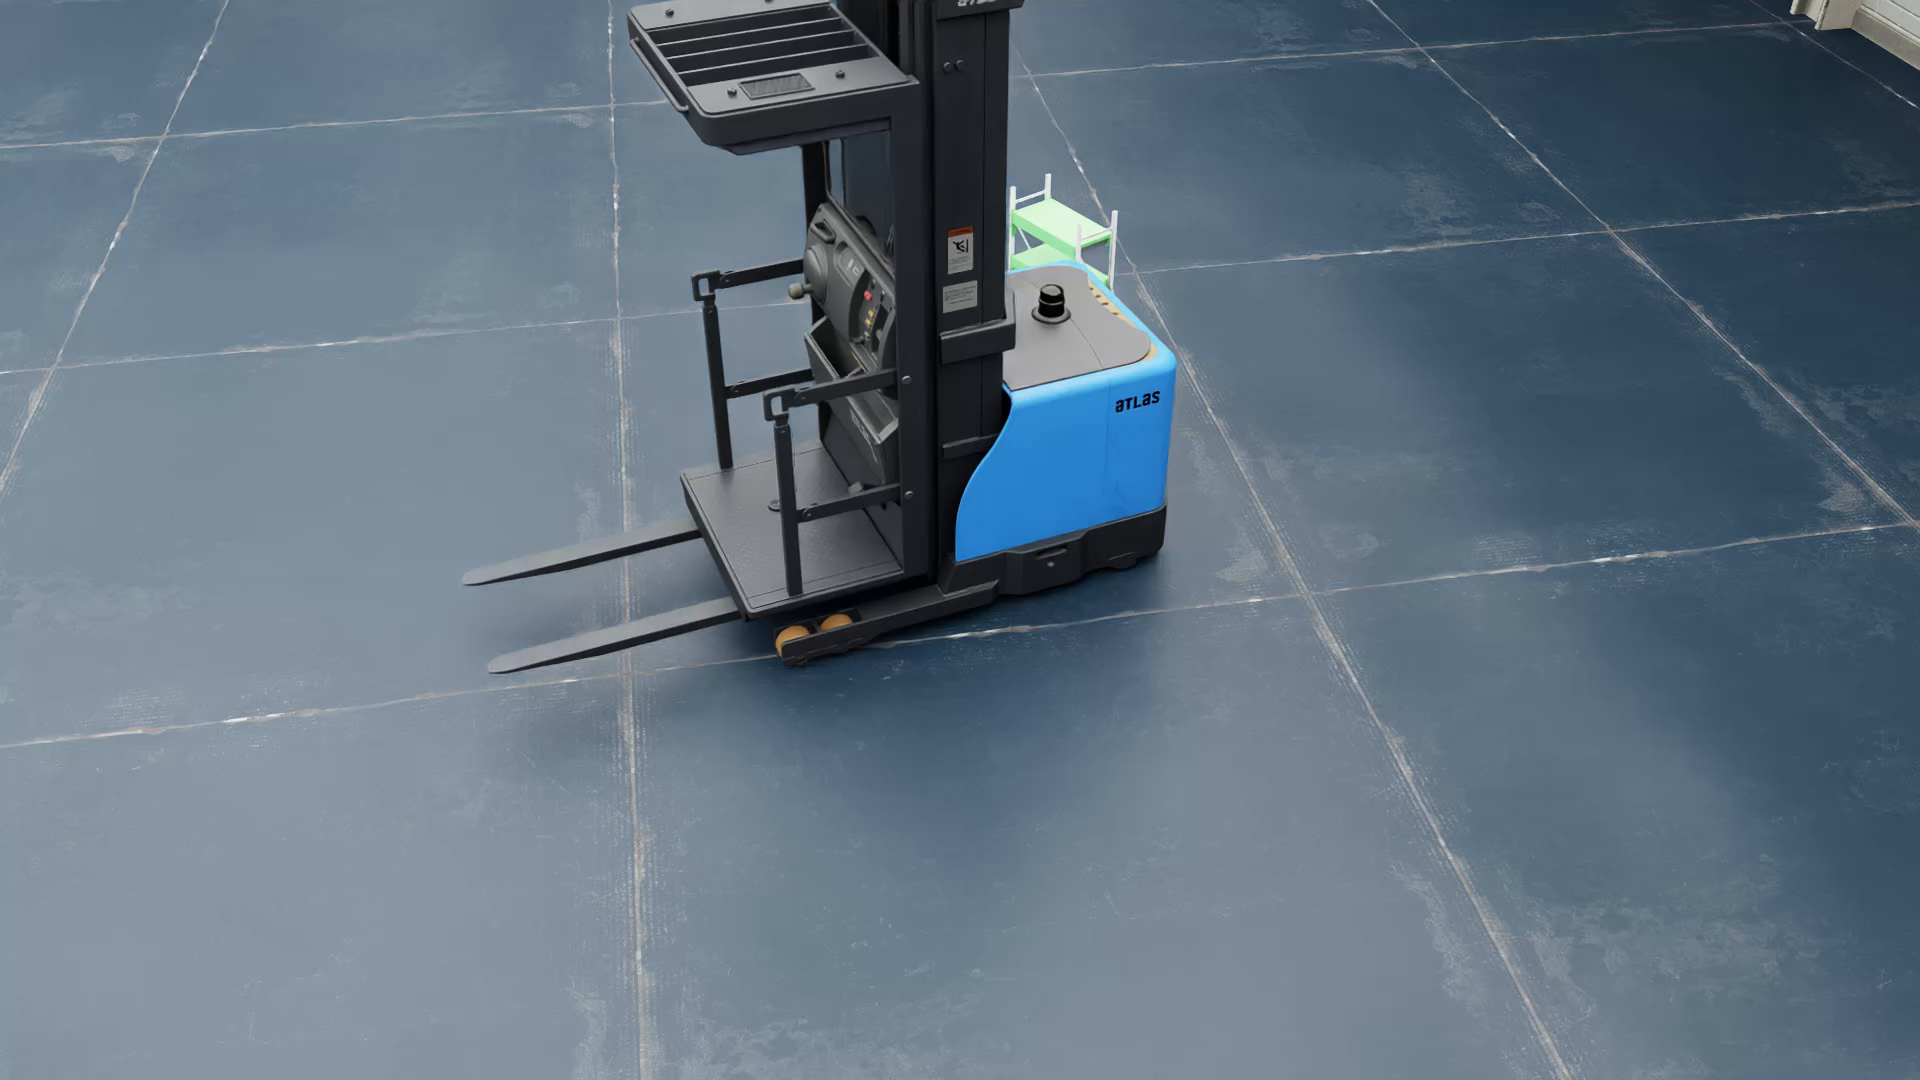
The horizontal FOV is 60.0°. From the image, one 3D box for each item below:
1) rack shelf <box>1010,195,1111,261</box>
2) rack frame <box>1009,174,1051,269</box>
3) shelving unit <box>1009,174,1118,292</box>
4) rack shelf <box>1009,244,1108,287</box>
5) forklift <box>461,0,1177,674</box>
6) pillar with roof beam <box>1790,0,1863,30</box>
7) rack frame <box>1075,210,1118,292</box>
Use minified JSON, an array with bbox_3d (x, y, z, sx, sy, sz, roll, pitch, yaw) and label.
[{"bbox_3d":[0.489,-1.468,7.984,0.258,0.148,0.480,-25,44,-29],"label":"rack shelf"},{"bbox_3d":[0.342,-1.259,8.393,0.240,1.200,0.015,-25,44,-29],"label":"rack frame"},{"bbox_3d":[0.489,-1.140,8.239,0.258,1.200,0.503,-25,44,-29],"label":"shelving unit"},{"bbox_3d":[0.489,-1.279,8.131,0.258,0.148,0.480,-25,44,-29],"label":"rack shelf"},{"bbox_3d":[-0.632,-0.996,6.643,3.031,2.935,1.130,-15,40,-18],"label":"forklift"},{"bbox_3d":[2.487,-7.152,9.621,9.100,9.000,0.400,-6,38,-8],"label":"pillar with roof beam"},{"bbox_3d":[0.637,-1.021,8.086,0.240,1.200,0.015,-25,44,-29],"label":"rack frame"}]
